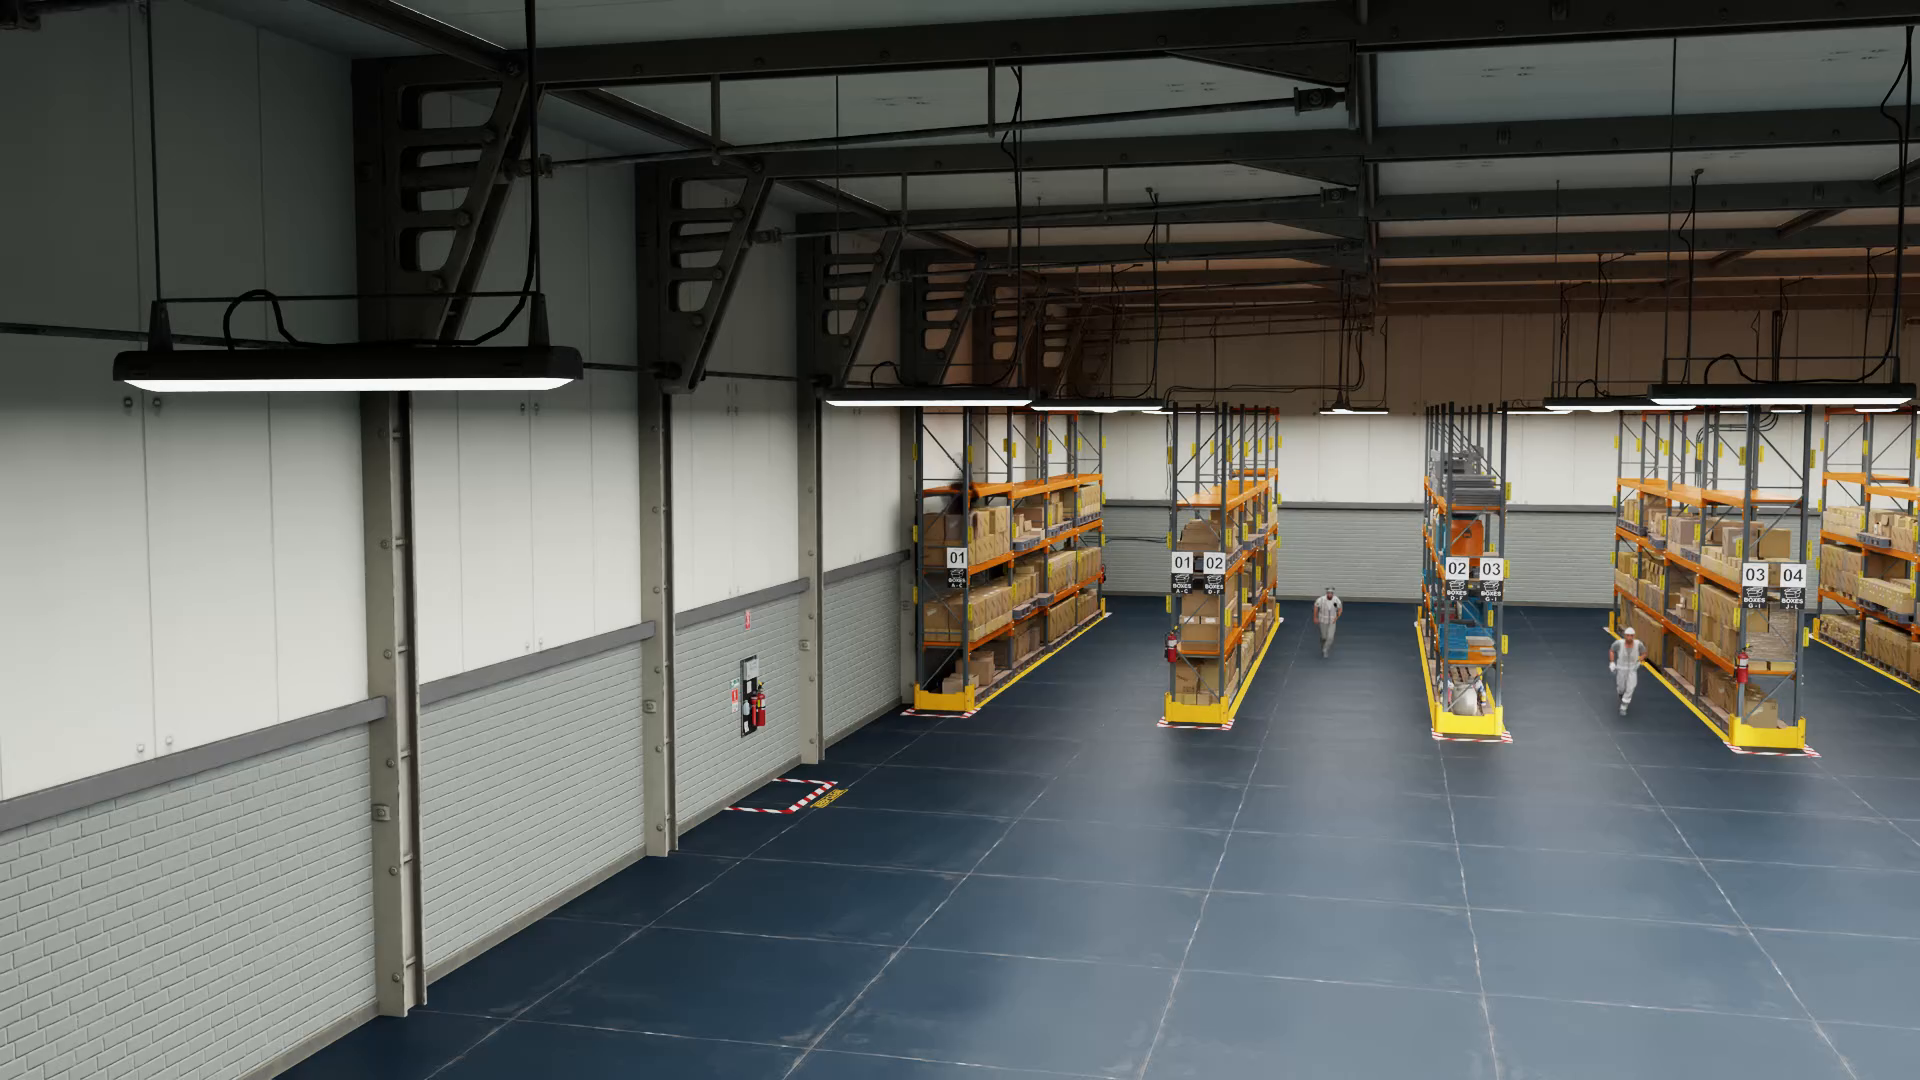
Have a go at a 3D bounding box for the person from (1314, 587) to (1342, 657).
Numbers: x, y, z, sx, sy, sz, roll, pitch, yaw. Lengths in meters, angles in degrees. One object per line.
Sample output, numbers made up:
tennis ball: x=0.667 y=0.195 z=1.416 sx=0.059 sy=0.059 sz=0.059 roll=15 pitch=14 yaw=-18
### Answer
person: x=8.805 y=1.941 z=39.805 sx=0.653 sy=1.708 sz=0.678 roll=0 pitch=4 yaw=-1

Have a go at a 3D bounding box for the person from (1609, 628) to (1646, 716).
person: x=12.879 y=2.517 z=32.109 sx=0.648 sy=1.719 sz=0.844 roll=1 pitch=4 yaw=9
